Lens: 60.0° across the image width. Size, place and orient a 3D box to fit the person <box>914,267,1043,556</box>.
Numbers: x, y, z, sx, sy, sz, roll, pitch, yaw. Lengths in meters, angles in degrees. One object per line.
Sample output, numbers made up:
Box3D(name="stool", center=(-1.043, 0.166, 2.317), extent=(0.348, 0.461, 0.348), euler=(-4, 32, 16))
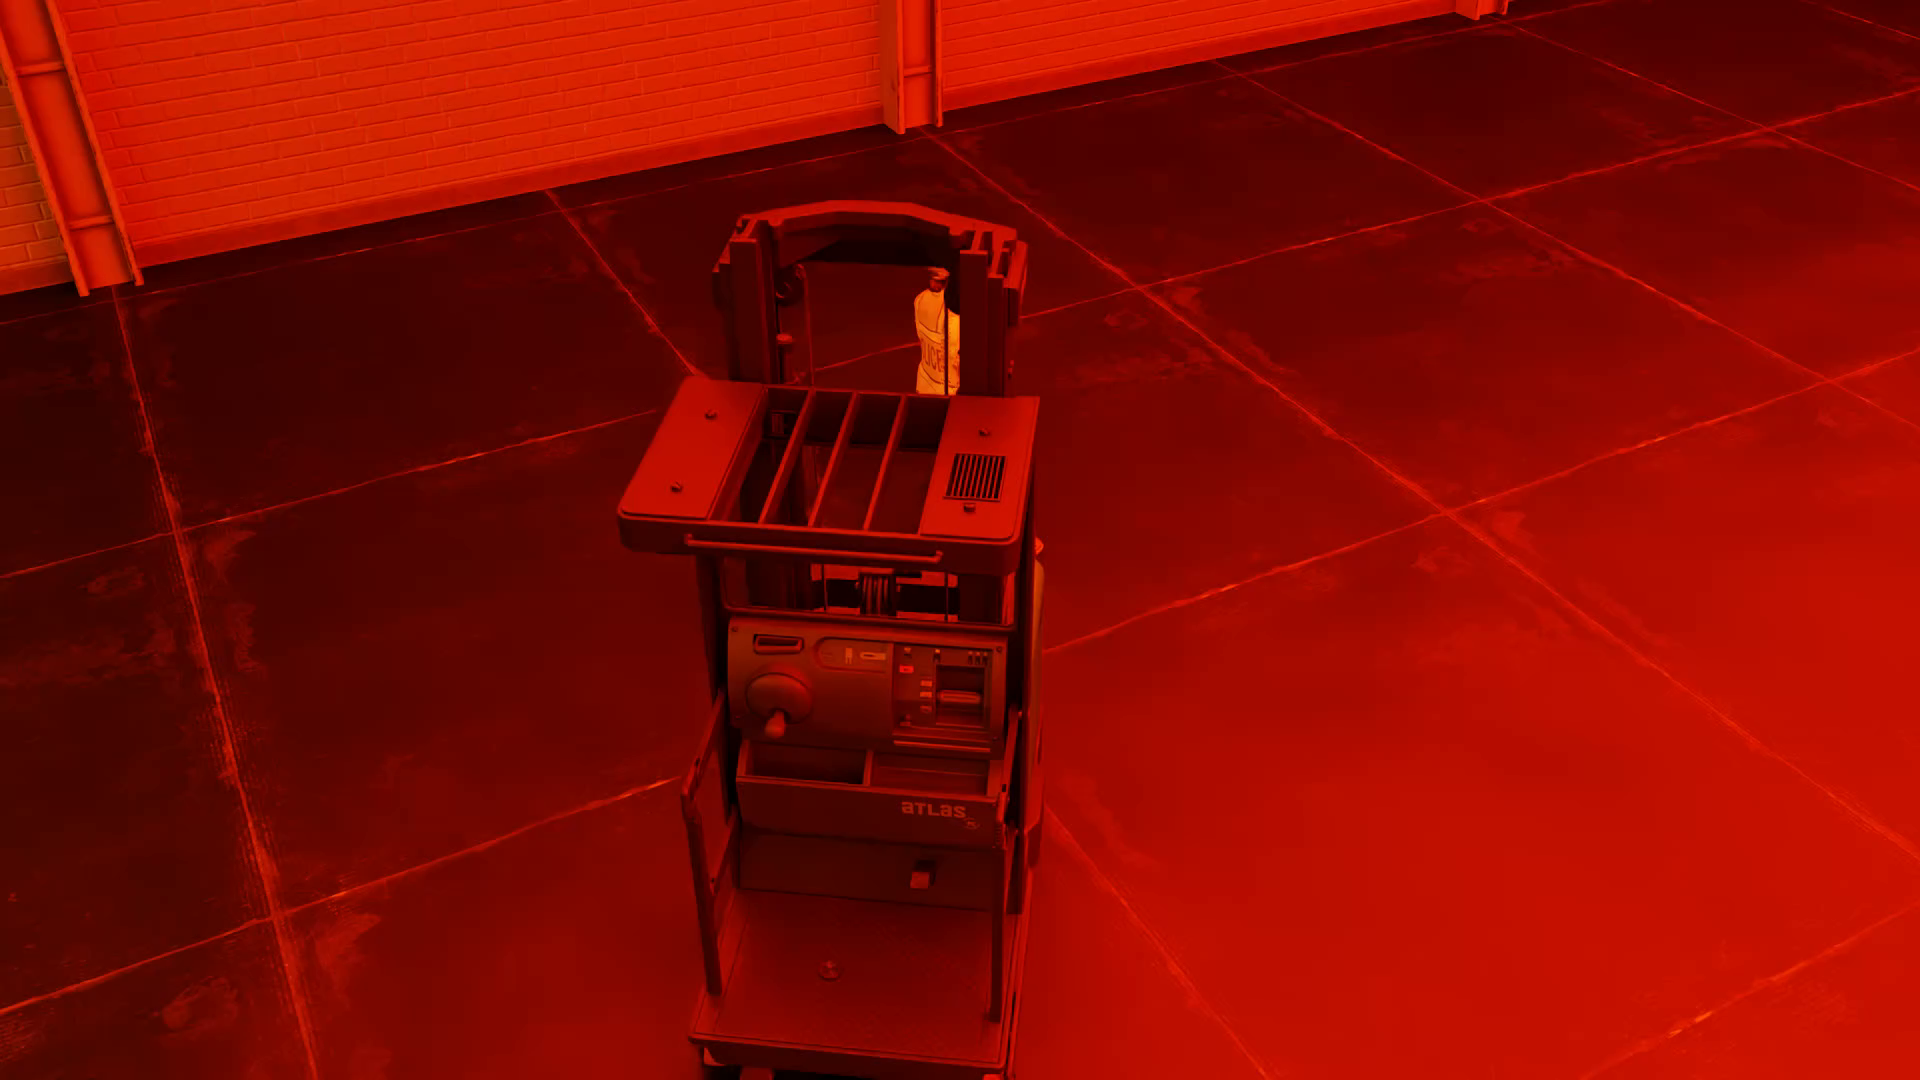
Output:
Box3D(name="person", center=(0.078, -0.695, 8.190), extent=(0.529, 1.670, 0.598), euler=(-17, 39, -23))

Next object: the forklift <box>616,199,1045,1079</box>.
Box3D(name="forklift", center=(-0.335, 0.549, 5.346), extent=(1.130, 2.935, 3.031), euler=(4, 35, 6))
